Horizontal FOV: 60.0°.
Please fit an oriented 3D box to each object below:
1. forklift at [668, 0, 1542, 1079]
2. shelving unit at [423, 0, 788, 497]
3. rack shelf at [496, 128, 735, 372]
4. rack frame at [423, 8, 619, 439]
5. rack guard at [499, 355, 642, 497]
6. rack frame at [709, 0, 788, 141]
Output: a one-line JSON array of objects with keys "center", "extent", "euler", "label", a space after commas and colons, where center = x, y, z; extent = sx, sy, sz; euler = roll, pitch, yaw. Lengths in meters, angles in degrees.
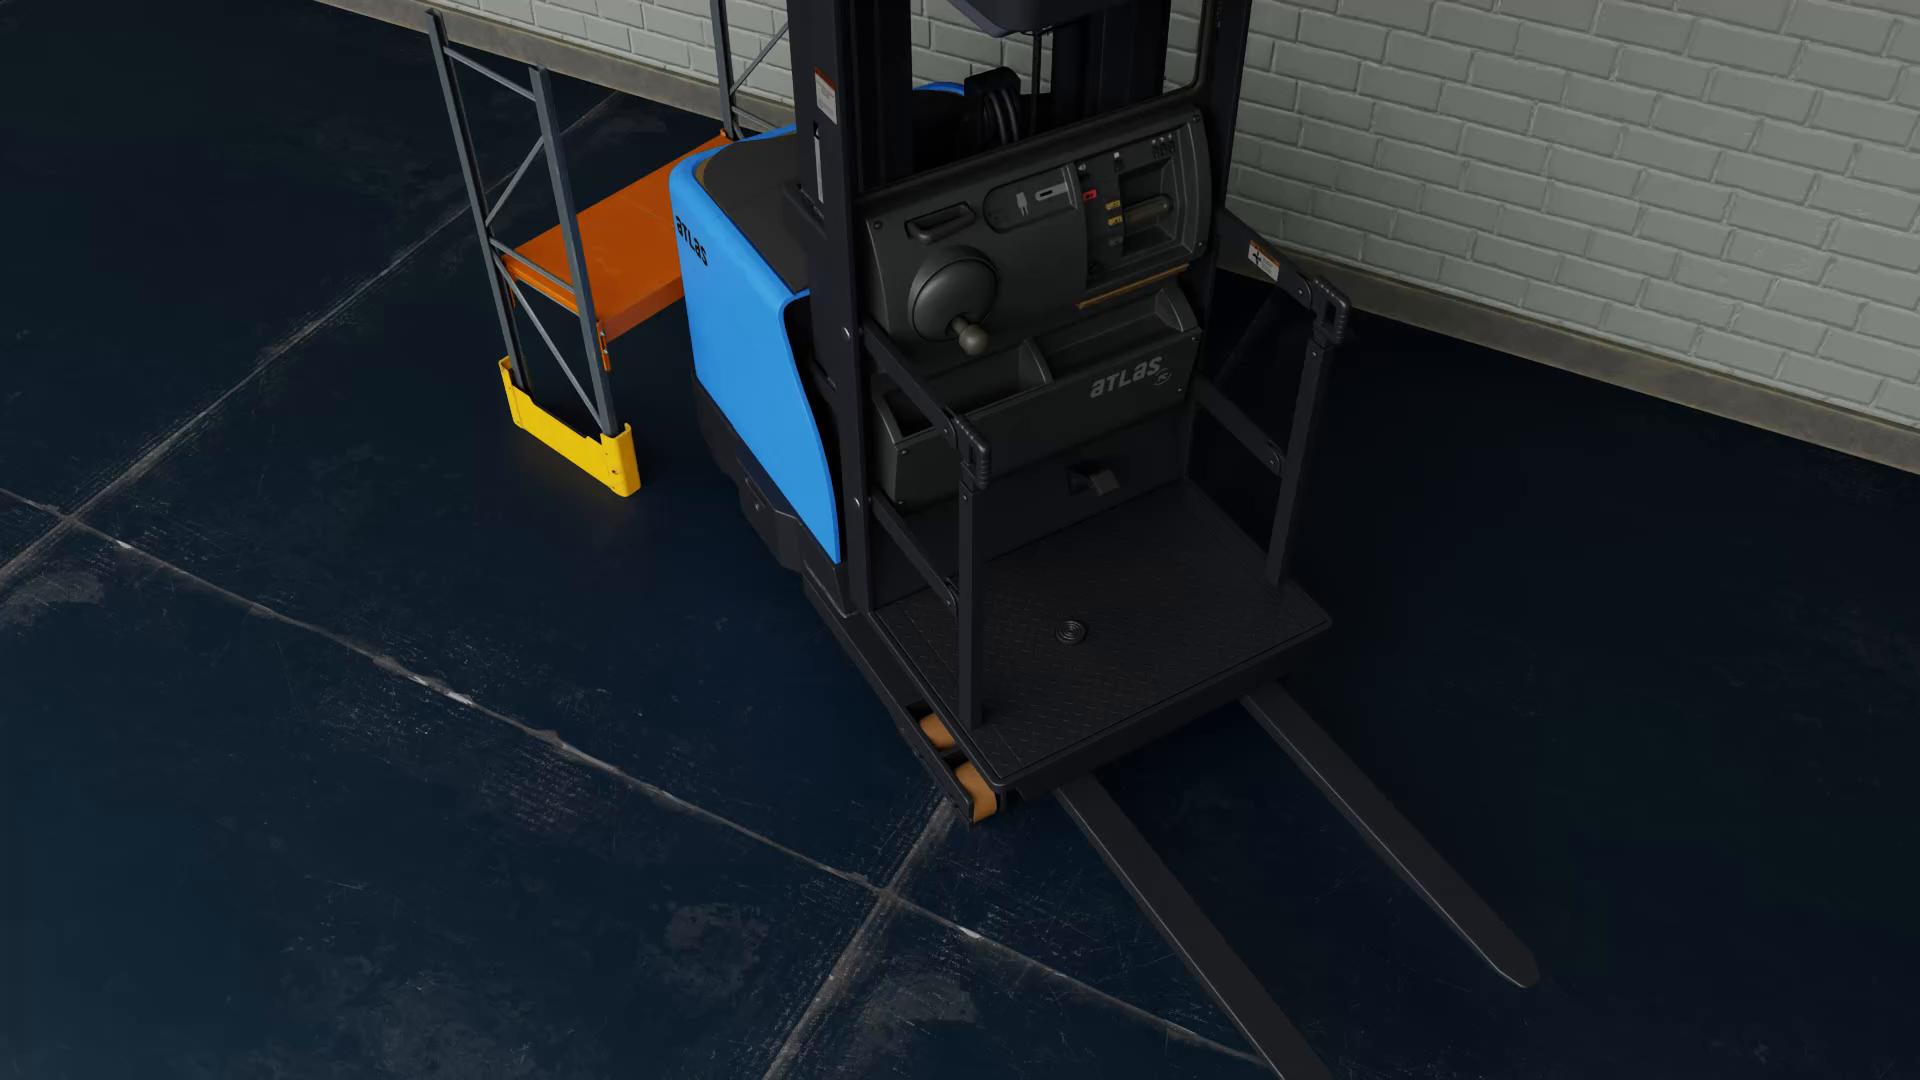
[{"center": [0.316, -0.649, 3.831], "extent": [1.130, 2.935, 3.031], "euler": [-23, 50, -21], "label": "forklift"}, {"center": [-0.952, -1.087, 5.270], "extent": [0.587, 1.500, 1.083], "euler": [32, 53, 28], "label": "shelving unit"}, {"center": [-0.946, -0.966, 5.403], "extent": [0.538, 0.185, 1.000], "euler": [32, 53, 28], "label": "rack shelf"}, {"center": [-1.280, -0.820, 5.005], "extent": [0.500, 1.500, 0.032], "euler": [32, 53, 28], "label": "rack frame"}, {"center": [-1.279, -0.381, 5.450], "extent": [0.587, 0.250, 0.087], "euler": [32, 53, 28], "label": "rack guard"}, {"center": [-0.612, -1.365, 5.544], "extent": [0.500, 1.500, 0.032], "euler": [32, 53, 28], "label": "rack frame"}]
